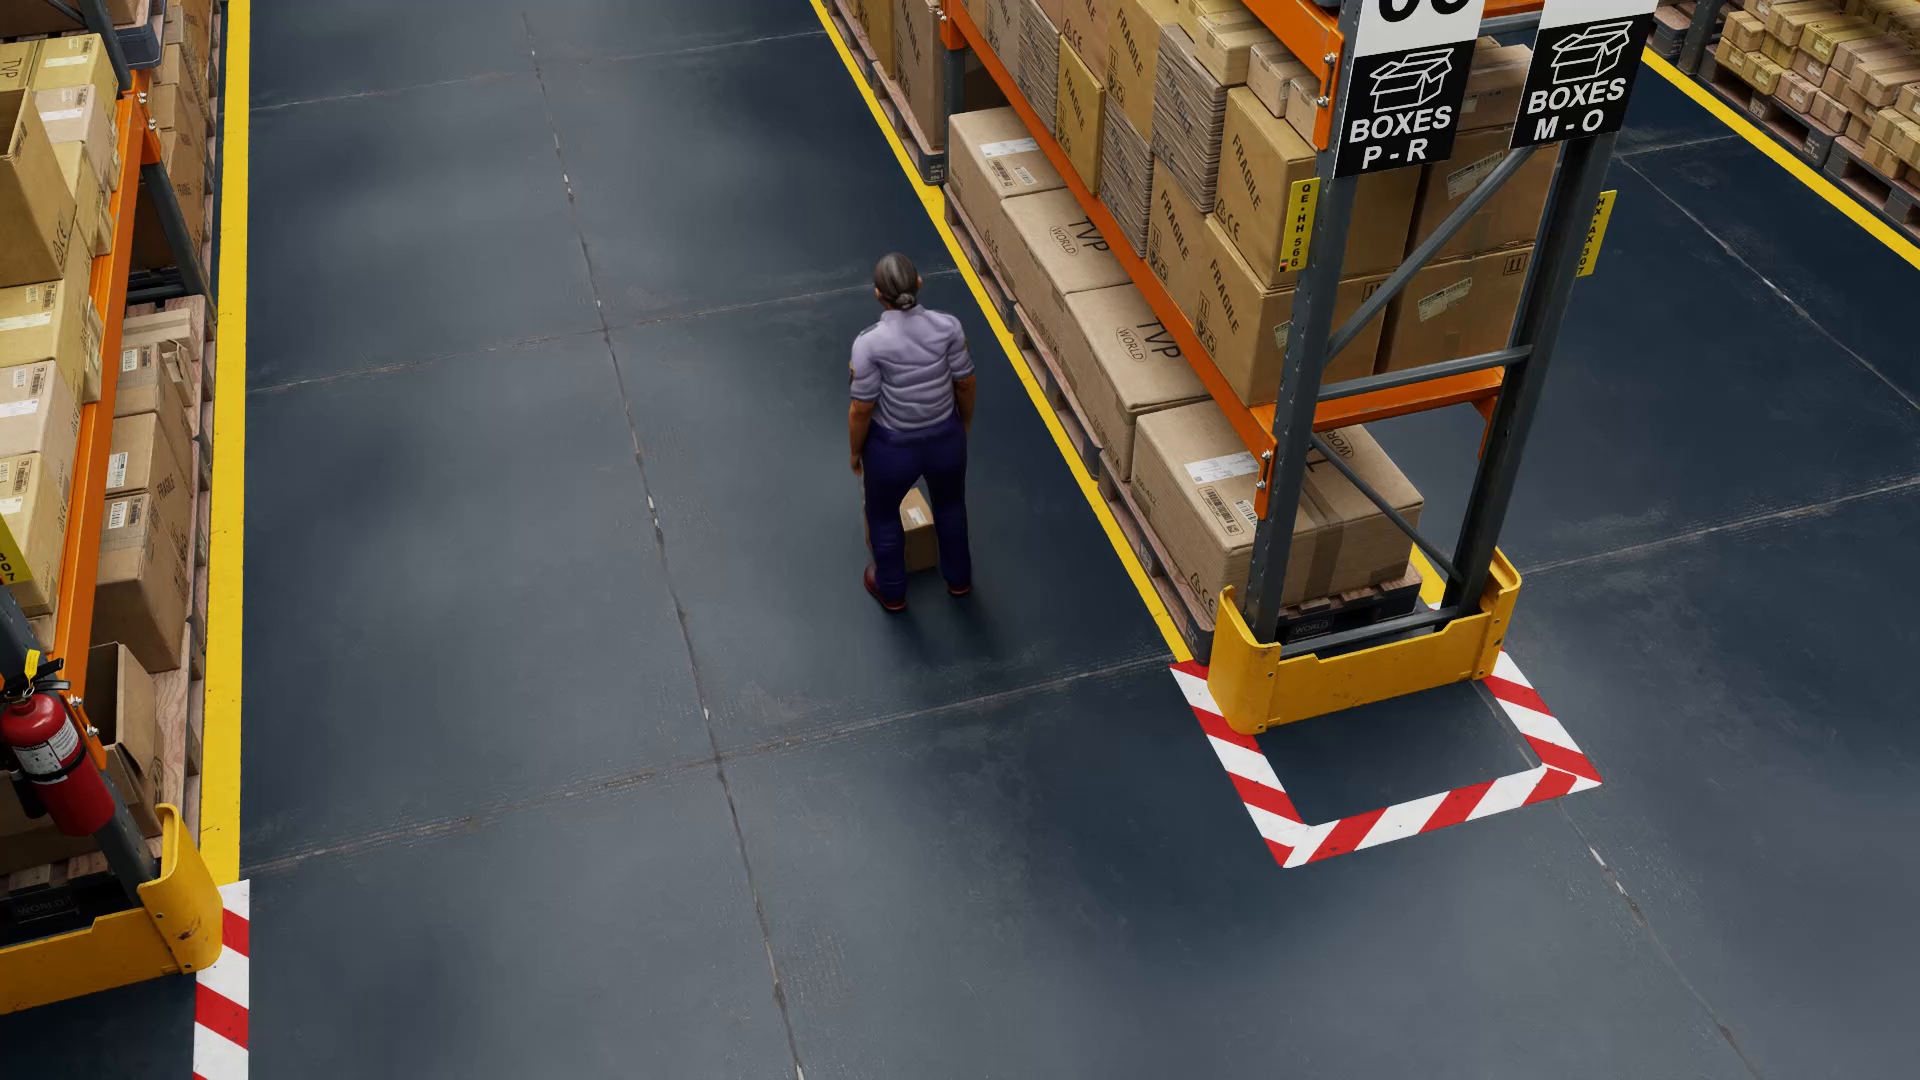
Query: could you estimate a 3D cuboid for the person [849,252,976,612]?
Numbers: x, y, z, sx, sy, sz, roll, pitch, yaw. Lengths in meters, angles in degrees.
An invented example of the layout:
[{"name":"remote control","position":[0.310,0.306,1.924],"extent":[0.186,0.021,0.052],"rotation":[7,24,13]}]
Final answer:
[{"name":"person","position":[-0.182,-0.396,6.599],"extent":[0.549,1.650,0.374],"rotation":[-14,44,-15]}]
